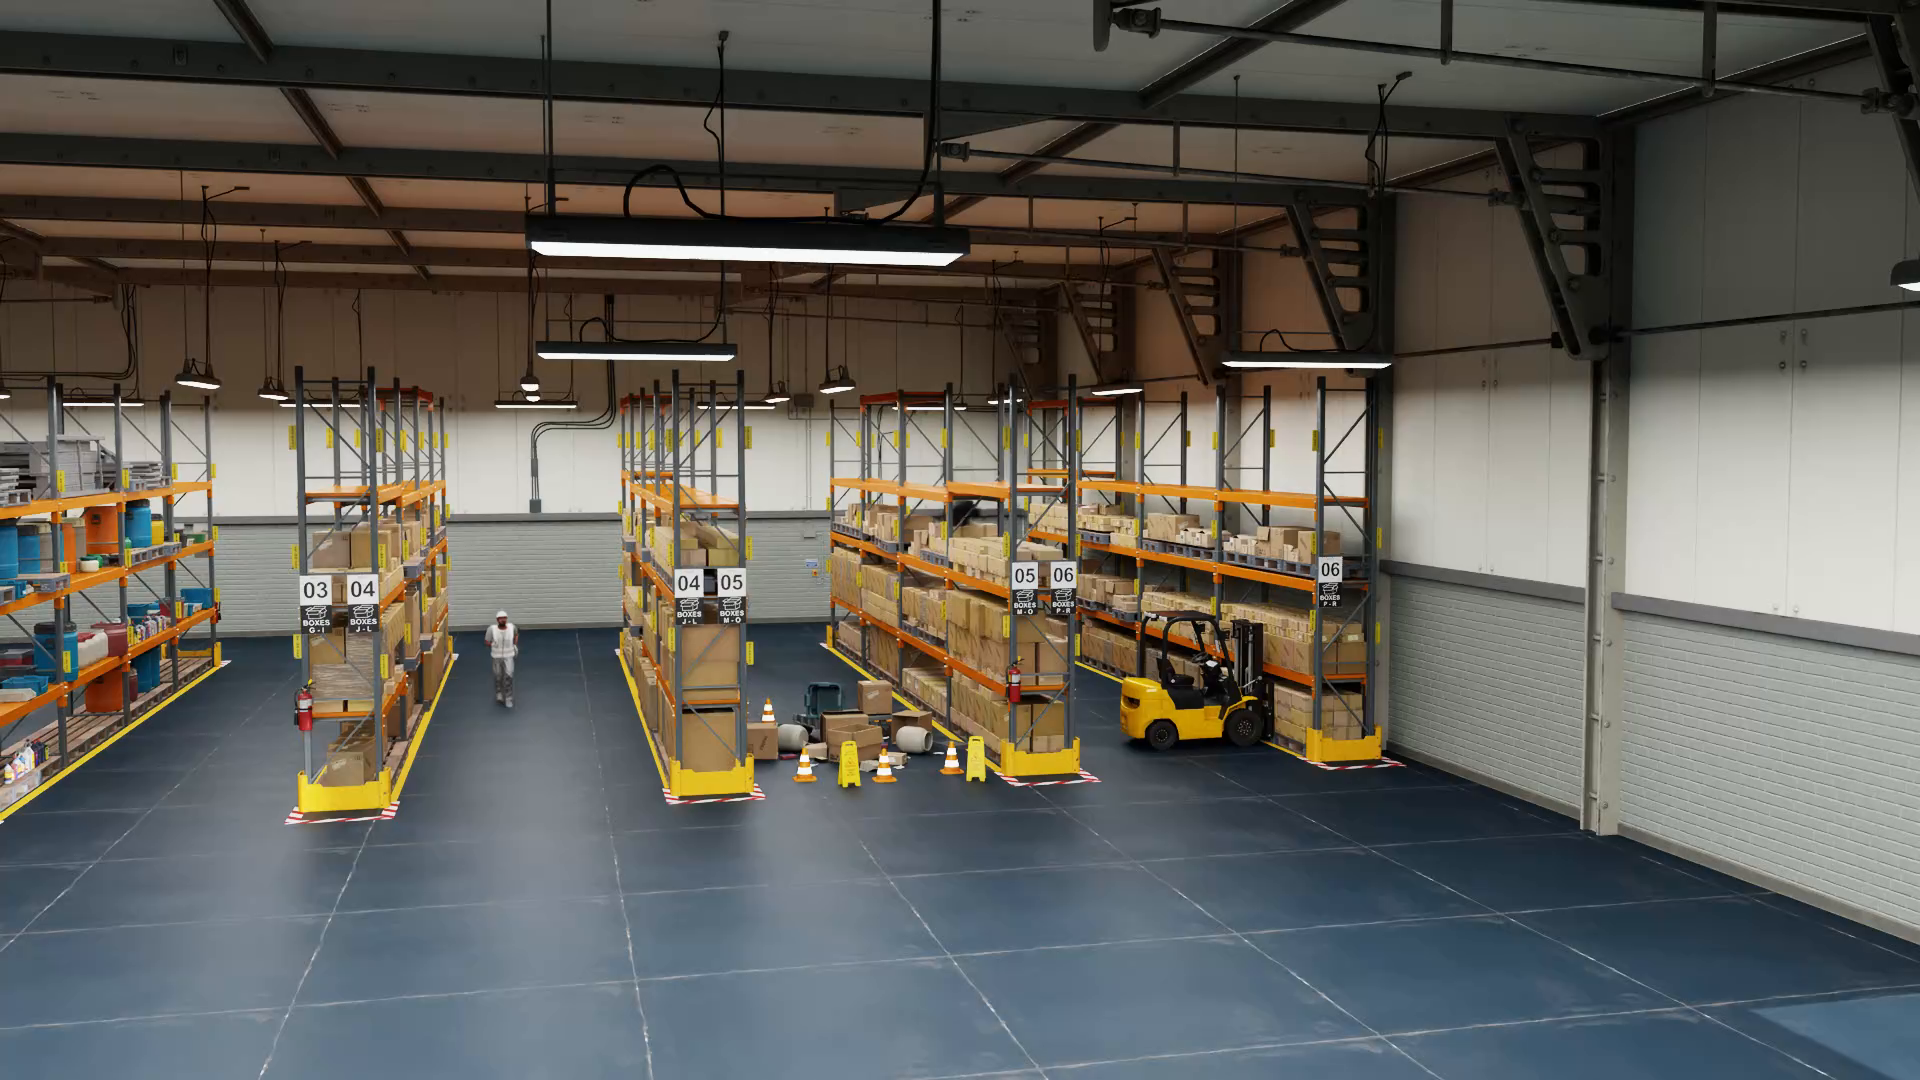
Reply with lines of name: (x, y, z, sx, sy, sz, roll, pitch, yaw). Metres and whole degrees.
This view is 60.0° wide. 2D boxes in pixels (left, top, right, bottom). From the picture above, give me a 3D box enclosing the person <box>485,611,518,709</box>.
person: (-8.649, 2.234, 31.391, 0.612, 1.826, 0.868, -1, 4, -15)
